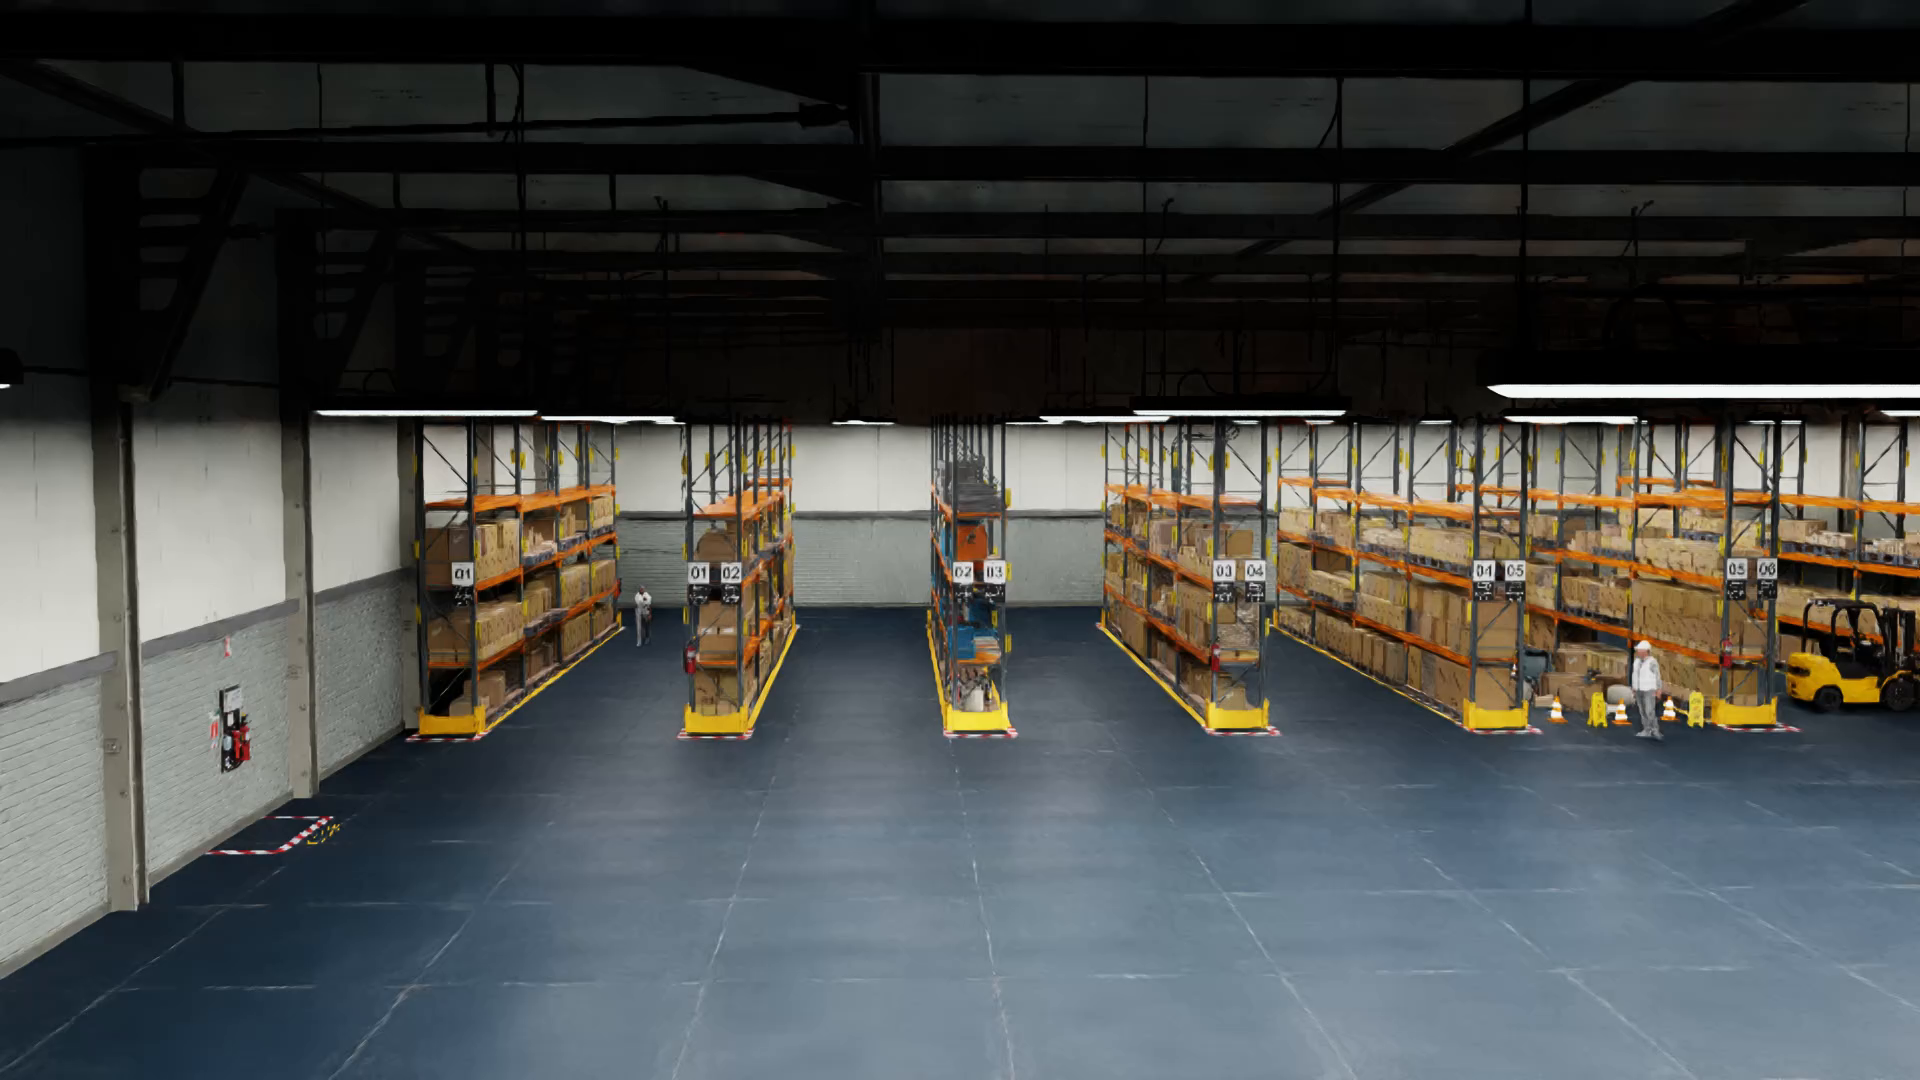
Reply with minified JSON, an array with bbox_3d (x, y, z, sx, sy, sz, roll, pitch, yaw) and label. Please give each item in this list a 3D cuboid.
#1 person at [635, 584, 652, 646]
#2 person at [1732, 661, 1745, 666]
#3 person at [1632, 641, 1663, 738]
[{"bbox_3d":[-8.302,1.937,43.609,0.463,1.625,0.989,0,4,-4],"label":"person"},{"bbox_3d":[16.645,2.453,35.704,0.556,1.659,0.599,2,4,30],"label":"person"},{"bbox_3d":[12.655,2.743,30.633,0.403,1.767,0.636,-2,5,-31],"label":"person"}]
